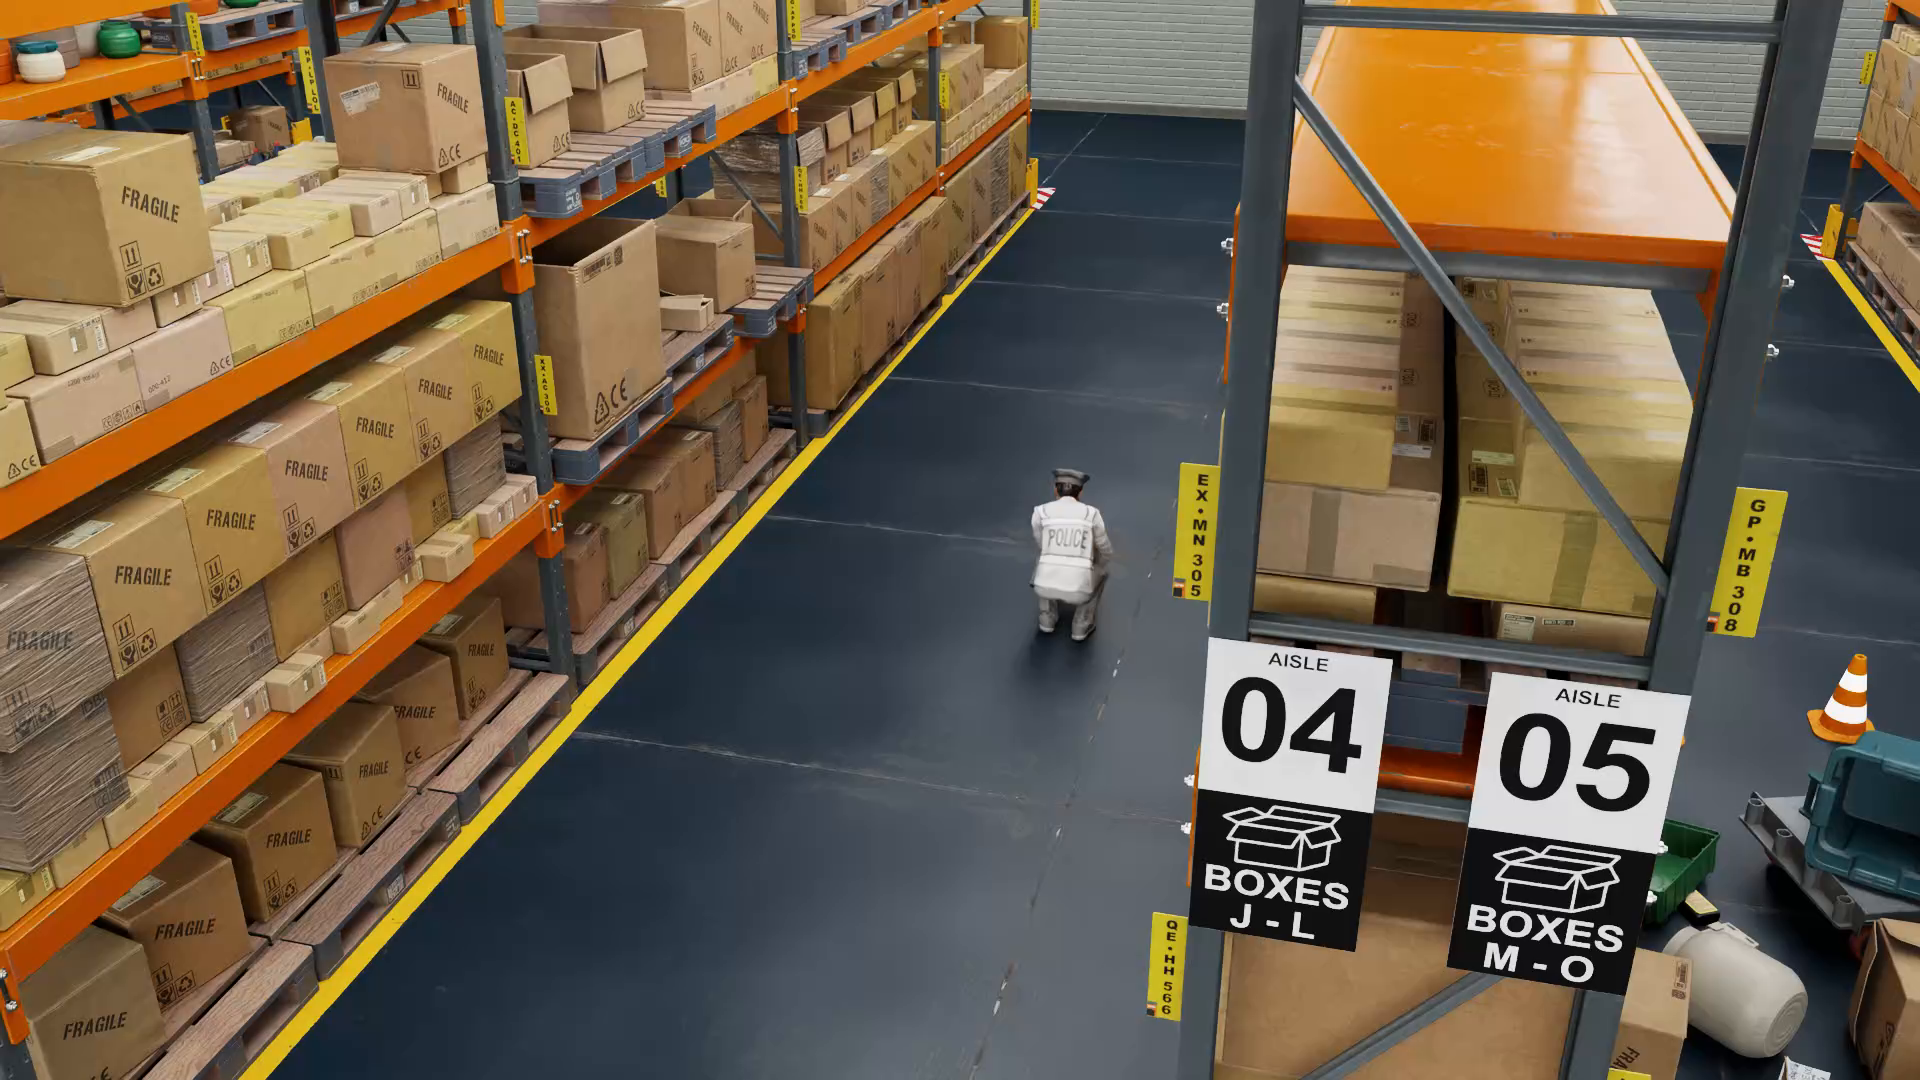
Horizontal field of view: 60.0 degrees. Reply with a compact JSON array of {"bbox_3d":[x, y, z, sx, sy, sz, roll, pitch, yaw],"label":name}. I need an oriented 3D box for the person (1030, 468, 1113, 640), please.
[{"bbox_3d":[0.679,0.075,10.285,0.493,0.963,0.817,6,26,13],"label":"person"}]
